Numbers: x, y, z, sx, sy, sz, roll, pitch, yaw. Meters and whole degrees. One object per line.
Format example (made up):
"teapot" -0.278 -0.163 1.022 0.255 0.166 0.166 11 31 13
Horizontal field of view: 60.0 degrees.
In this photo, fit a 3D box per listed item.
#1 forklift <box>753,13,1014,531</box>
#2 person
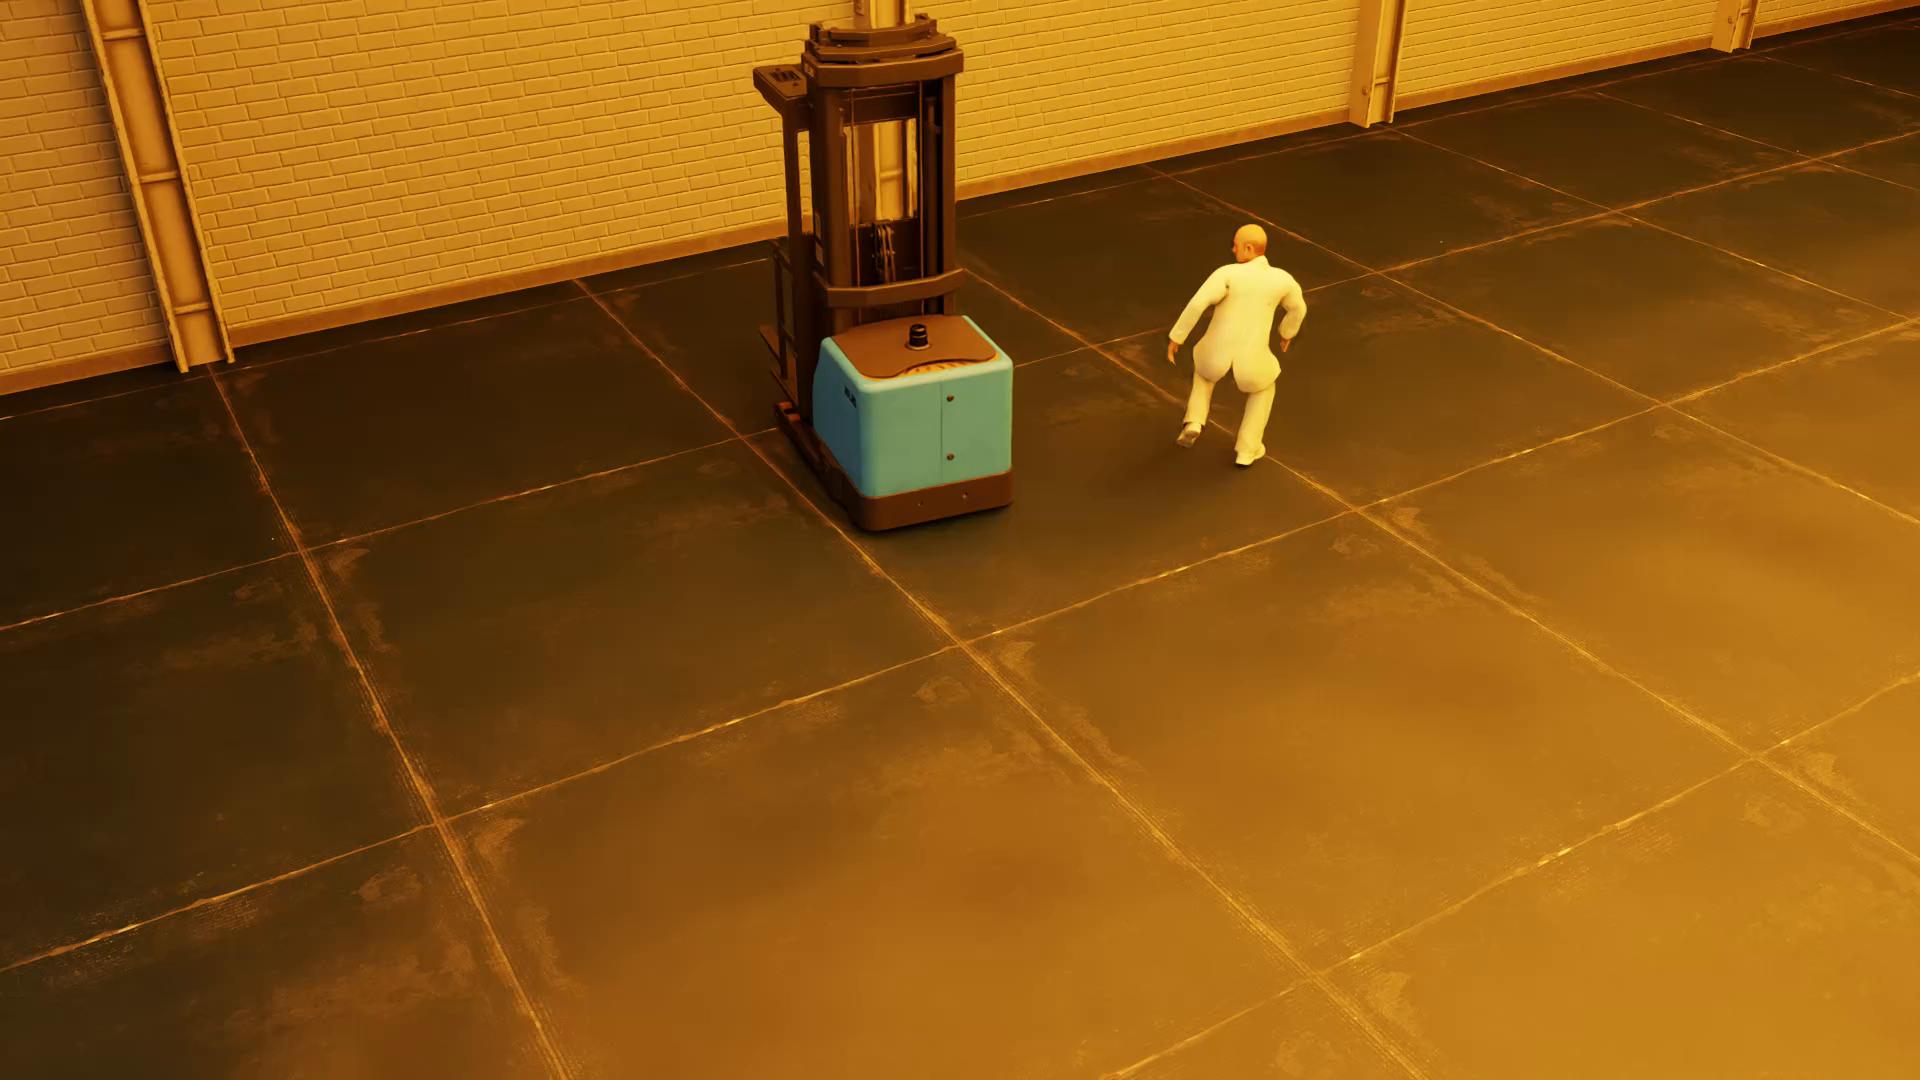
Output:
"forklift" -0.677 -2.056 11.081 1.130 2.935 3.031 -12 33 -19
"person" 1.834 -1.296 11.058 0.868 1.677 0.650 6 31 10
